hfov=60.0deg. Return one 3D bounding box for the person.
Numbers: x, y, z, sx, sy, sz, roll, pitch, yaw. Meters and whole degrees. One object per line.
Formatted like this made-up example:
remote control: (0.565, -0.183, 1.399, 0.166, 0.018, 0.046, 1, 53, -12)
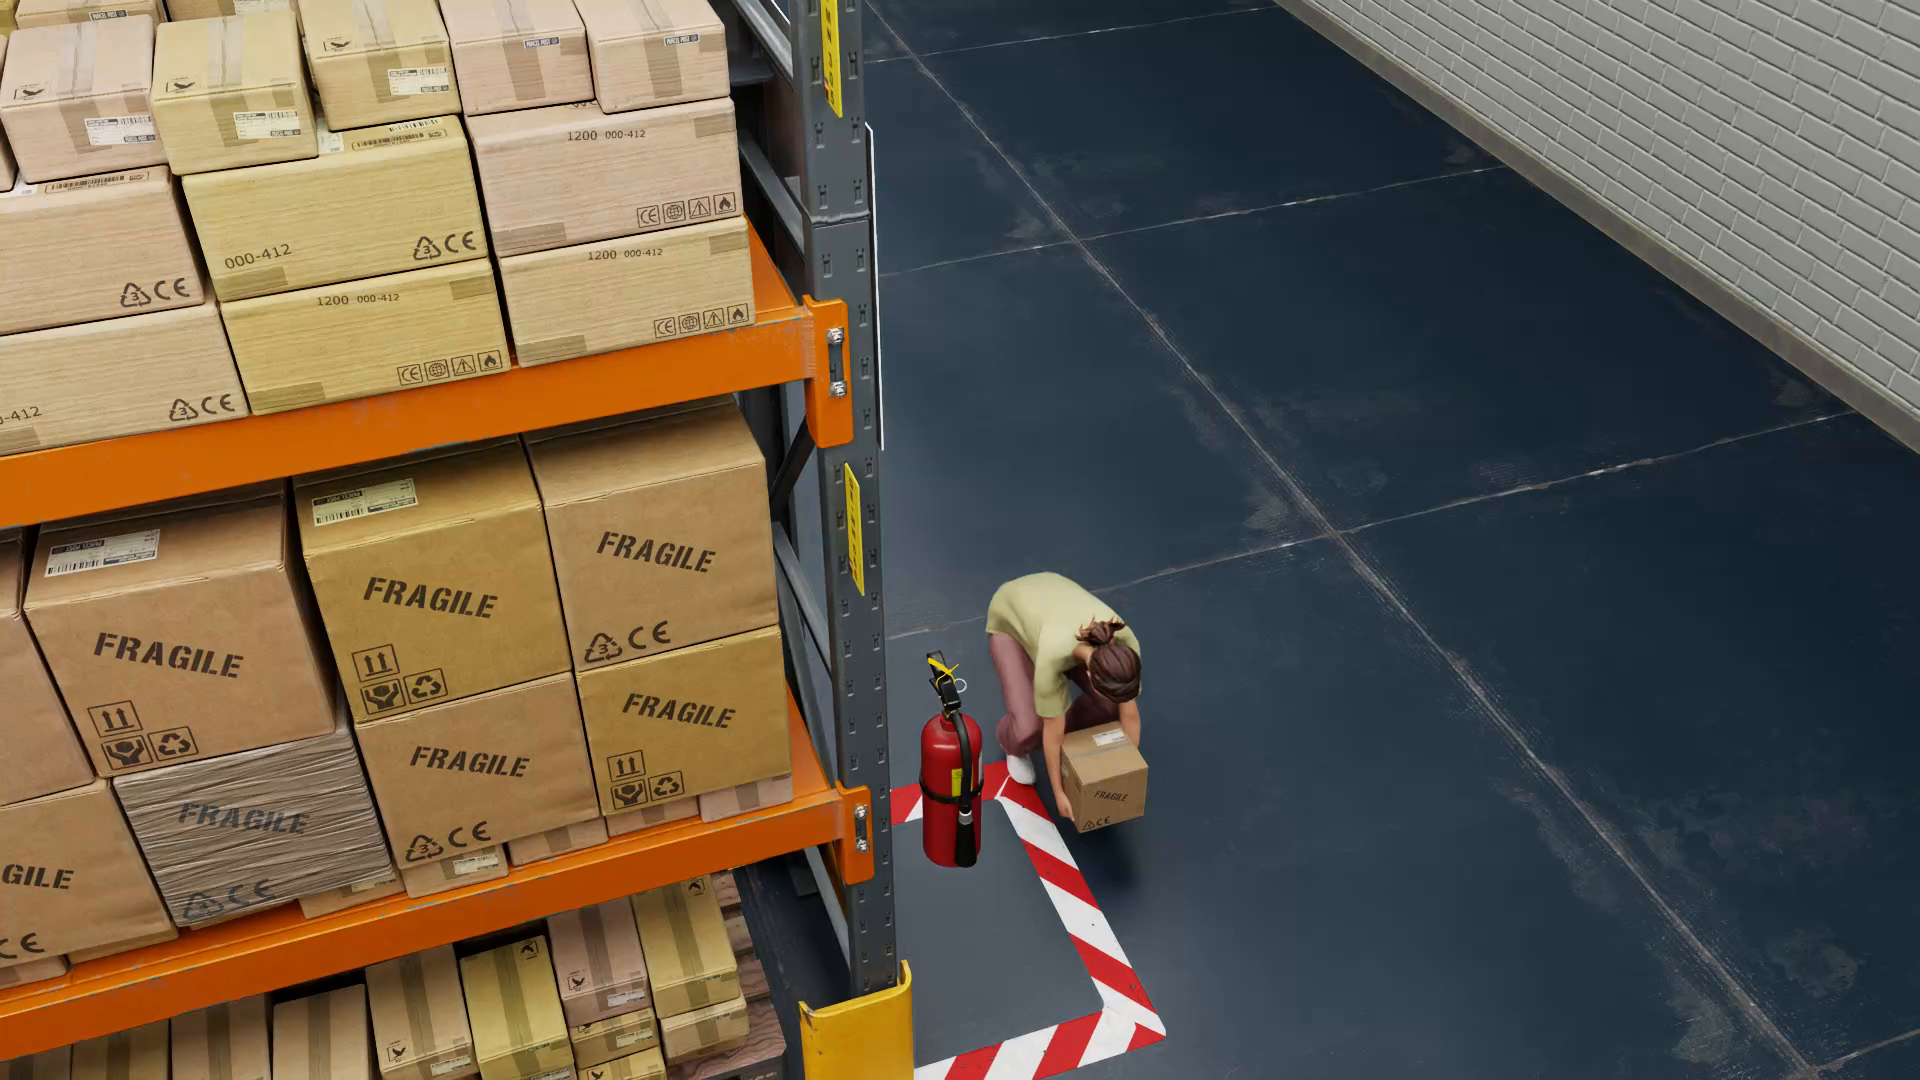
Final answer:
person: (0.382, 0.550, 6.061, 0.459, 0.922, 0.846, -13, 40, -17)
